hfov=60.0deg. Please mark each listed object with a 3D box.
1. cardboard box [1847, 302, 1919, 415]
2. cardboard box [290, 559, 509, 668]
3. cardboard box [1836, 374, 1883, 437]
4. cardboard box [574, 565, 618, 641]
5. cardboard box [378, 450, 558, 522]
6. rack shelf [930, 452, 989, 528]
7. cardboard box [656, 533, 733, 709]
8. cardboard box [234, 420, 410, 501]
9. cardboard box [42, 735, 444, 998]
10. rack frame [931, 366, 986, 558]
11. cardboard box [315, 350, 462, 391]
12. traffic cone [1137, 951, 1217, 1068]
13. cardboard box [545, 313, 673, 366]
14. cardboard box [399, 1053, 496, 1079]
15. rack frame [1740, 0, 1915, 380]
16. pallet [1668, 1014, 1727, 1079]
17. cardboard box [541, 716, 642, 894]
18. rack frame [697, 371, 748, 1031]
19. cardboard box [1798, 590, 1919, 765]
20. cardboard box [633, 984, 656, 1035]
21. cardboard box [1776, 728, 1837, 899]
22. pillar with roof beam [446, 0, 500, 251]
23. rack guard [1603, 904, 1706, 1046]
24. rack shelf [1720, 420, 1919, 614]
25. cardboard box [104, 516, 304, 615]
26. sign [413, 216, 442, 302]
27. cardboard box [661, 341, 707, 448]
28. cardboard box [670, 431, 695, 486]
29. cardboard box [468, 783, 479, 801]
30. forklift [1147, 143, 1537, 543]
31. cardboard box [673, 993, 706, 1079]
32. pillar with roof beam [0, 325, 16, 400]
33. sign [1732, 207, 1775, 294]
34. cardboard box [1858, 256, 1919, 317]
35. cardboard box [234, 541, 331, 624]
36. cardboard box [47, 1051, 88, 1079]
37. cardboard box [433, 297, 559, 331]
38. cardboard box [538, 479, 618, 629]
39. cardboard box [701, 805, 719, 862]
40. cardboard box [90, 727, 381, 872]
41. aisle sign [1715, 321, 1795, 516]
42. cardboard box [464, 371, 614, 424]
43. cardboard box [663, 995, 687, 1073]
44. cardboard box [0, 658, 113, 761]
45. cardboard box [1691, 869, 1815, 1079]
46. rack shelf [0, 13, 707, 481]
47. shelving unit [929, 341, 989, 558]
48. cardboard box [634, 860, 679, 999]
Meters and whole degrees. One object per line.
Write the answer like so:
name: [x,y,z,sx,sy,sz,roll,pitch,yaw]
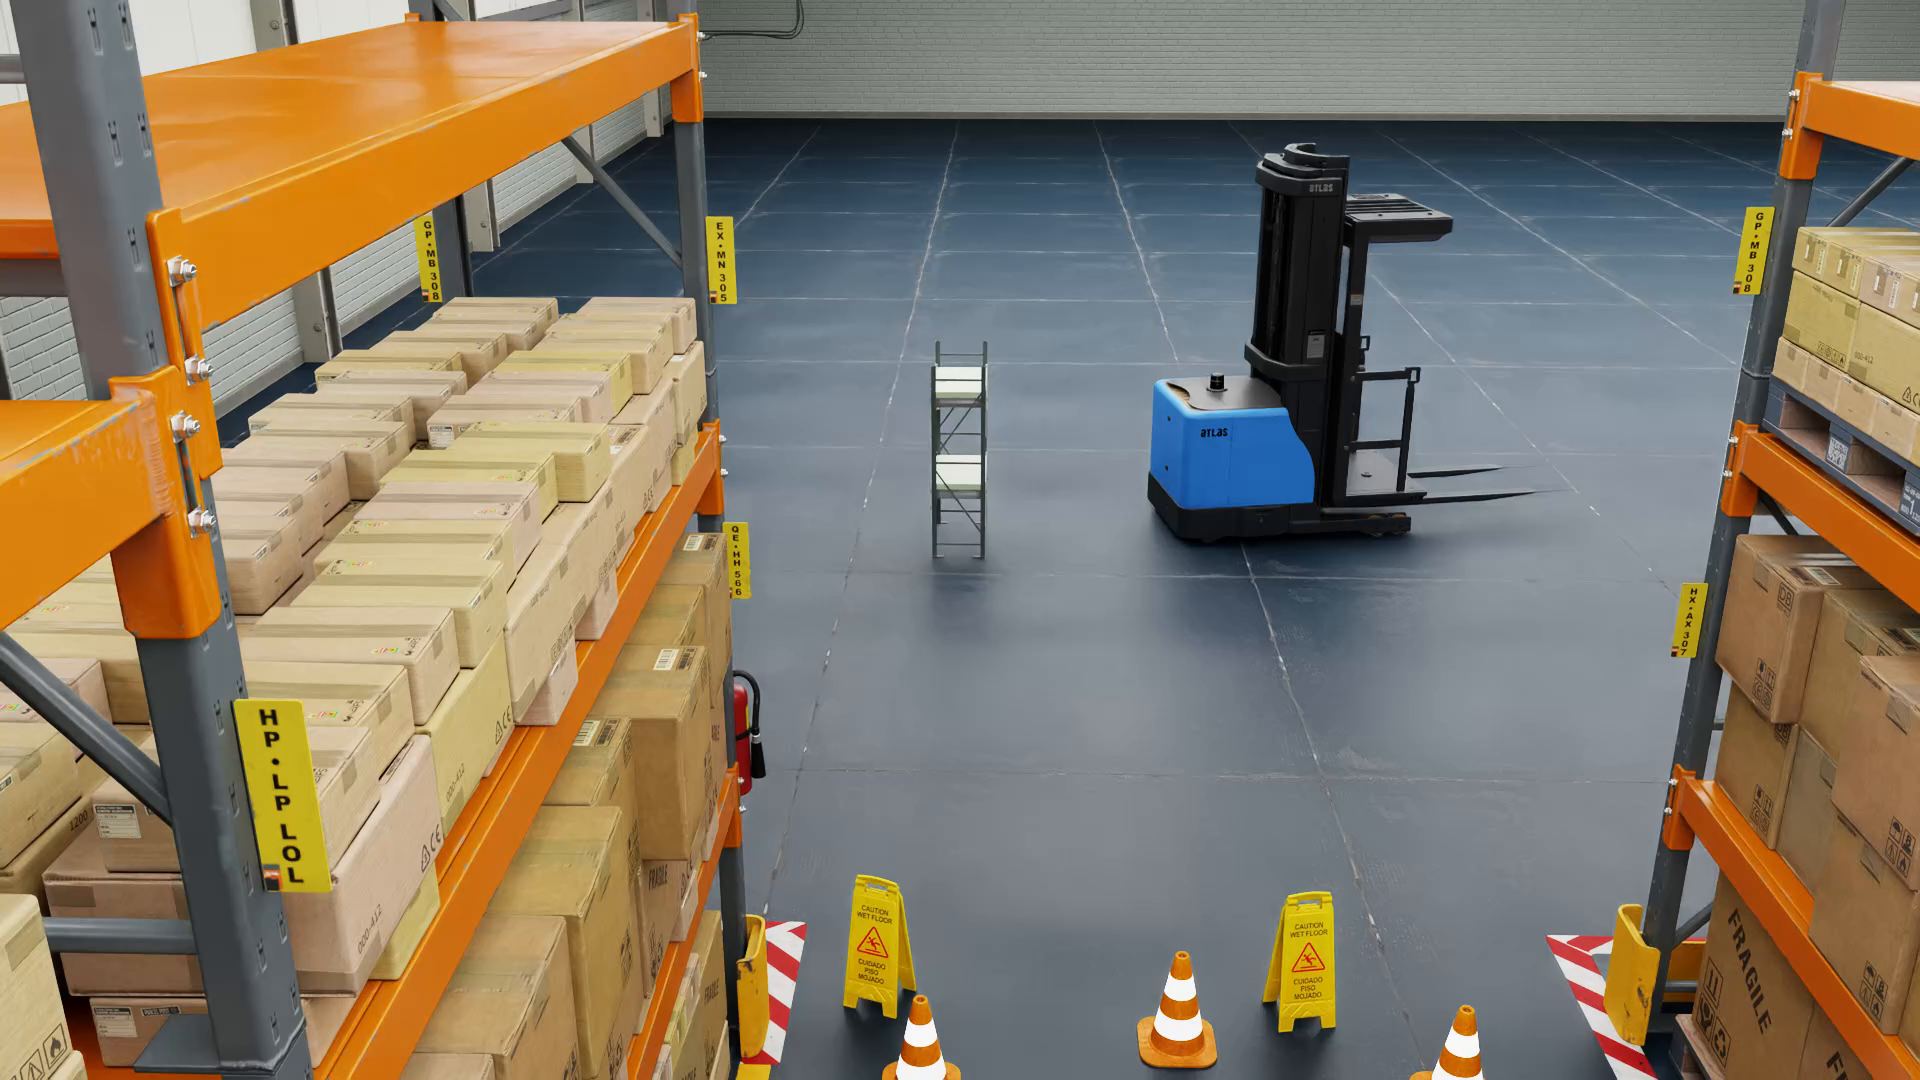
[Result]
cardboard box: [3.223,-0.579,5.305,0.500,0.250,0.500,0,21,1]
cardboard box: [-1.198,0.156,3.579,0.380,0.149,0.250,0,21,1]
cardboard box: [3.162,-0.445,5.512,0.380,0.149,0.250,1,21,2]
cardboard box: [-1.176,0.164,4.660,0.380,0.149,0.250,0,21,1]
cardboard box: [-1.264,-0.123,4.297,0.380,0.149,0.250,1,21,3]
rack shelf: [0.000,-0.398,12.882,0.431,0.370,0.720,1,21,2]
cardboard box: [-1.240,0.293,6.196,0.700,0.500,0.500,0,21,0]
cardboard box: [-1.735,-0.220,4.547,0.380,0.149,0.250,1,21,3]
cardboard box: [-1.277,0.580,3.036,0.500,0.250,0.500,0,21,0]
rack frame: [-0.011,-0.569,12.423,0.400,1.500,0.023,1,21,2]
cardboard box: [-1.800,-0.499,5.265,0.380,0.149,0.250,1,21,1]
traffic cone: [0.953,1.999,7.238,0.336,0.463,0.334,1,21,2]
cardboard box: [-1.204,-0.677,5.726,0.380,0.149,0.250,1,21,3]
cardboard box: [-1.334,1.395,3.354,0.700,0.500,0.500,0,21,1]
rack frame: [3.508,-2.022,5.799,1.000,3.000,0.127,1,21,2]
pallet: [3.562,2.365,6.641,1.003,0.211,1.213,1,21,2]
cardboard box: [-1.330,0.840,4.785,0.700,0.500,0.500,1,21,1]
rack frame: [-1.443,0.757,6.931,1.000,3.000,0.127,1,21,2]
cardboard box: [3.534,0.535,5.802,0.875,0.550,0.550,1,21,2]
cardboard box: [-1.209,1.475,5.428,0.380,0.149,0.250,0,21,1]
cardboard box: [3.547,1.039,5.997,0.875,0.550,0.550,1,21,2]
pillar with roof beam: [-2.476,-8.312,22.011,9.100,9.000,0.400,1,21,2]
rack guard: [3.509,1.932,7.359,1.175,0.500,0.348,1,21,2]
rack shelf: [3.447,0.435,4.608,1.077,0.370,4.000,1,21,2]
cardboard box: [-1.757,0.057,3.835,0.380,0.149,0.250,0,21,1]
sign: [-1.985,-1.055,6.245,0.100,0.325,0.005,1,21,2]
cardboard box: [-1.189,-0.522,5.877,0.500,0.250,0.500,0,21,1]
cardboard box: [-1.149,-0.302,5.860,0.380,0.149,0.250,1,21,2]
cardboard box: [-1.301,0.537,3.698,0.380,0.149,0.250,1,21,3]
forklift: [3.109,-1.578,13.045,3.031,2.935,1.130,-3,21,-9]
cardboard box: [-1.219,1.975,5.976,0.500,0.500,0.500,1,21,4]
pillar with roof beam: [-2.841,-3.973,10.828,9.100,9.000,0.400,1,21,2]
sign: [2.954,-1.076,6.191,0.100,0.325,0.005,1,21,2]
cardboard box: [3.164,-0.820,5.375,0.380,0.149,0.250,0,21,1]
cardboard box: [-1.776,0.207,3.999,0.500,0.250,0.500,0,21,1]
cardboard box: [-1.437,0.892,2.063,0.500,0.250,0.500,0,21,1]
cardboard box: [-1.657,-0.770,5.964,0.380,0.149,0.250,0,21,1]
cardboard box: [-1.230,0.030,4.454,0.500,0.250,0.500,1,21,2]
cardboard box: [-1.137,1.105,6.382,0.380,0.149,0.250,0,21,1]
cardboard box: [-1.229,0.440,2.846,0.380,0.149,0.250,0,21,1]
aisle sign: [3.210,-0.466,6.489,0.394,0.787,0.004,1,21,2]
cardboard box: [-1.267,-0.405,5.025,0.380,0.149,0.250,1,21,2]
cardboard box: [-1.161,1.708,5.767,0.380,0.149,0.250,1,21,3]
cardboard box: [-1.842,0.339,3.108,0.380,0.149,0.250,0,21,0]
cardboard box: [3.554,1.816,6.559,0.875,0.875,0.875,1,21,2]
rack shelf: [-1.504,-0.980,4.112,1.077,0.370,4.000,1,21,2]
shelving unit: [0.000,-0.702,12.764,0.431,1.500,0.755,1,21,2]
cardboard box: [-1.222,1.133,5.412,0.500,0.500,0.500,1,21,1]
